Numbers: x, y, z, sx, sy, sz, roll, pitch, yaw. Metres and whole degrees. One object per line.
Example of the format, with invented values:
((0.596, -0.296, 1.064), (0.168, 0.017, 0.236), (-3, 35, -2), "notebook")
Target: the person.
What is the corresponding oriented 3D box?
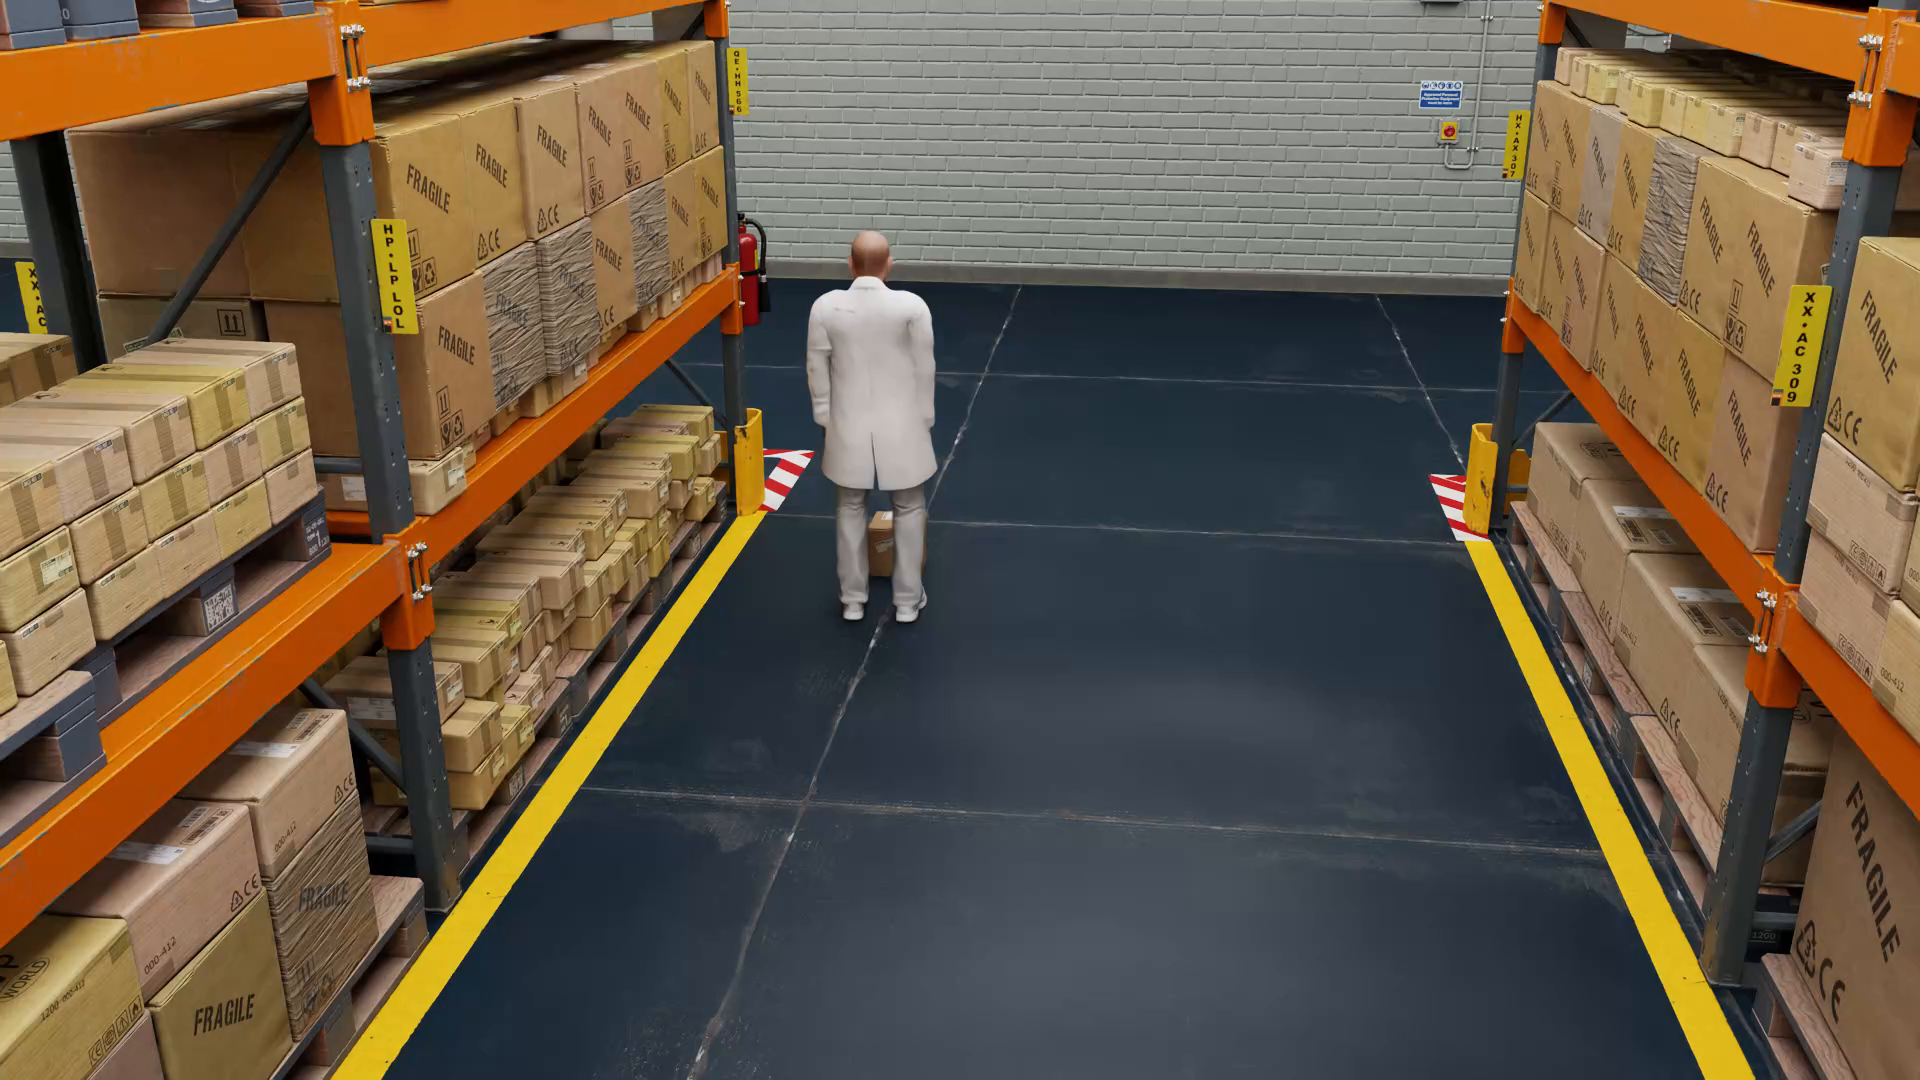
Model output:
((-0.389, -0.494, 7.449), (0.575, 1.751, 0.381), (2, 21, 6), "person")
